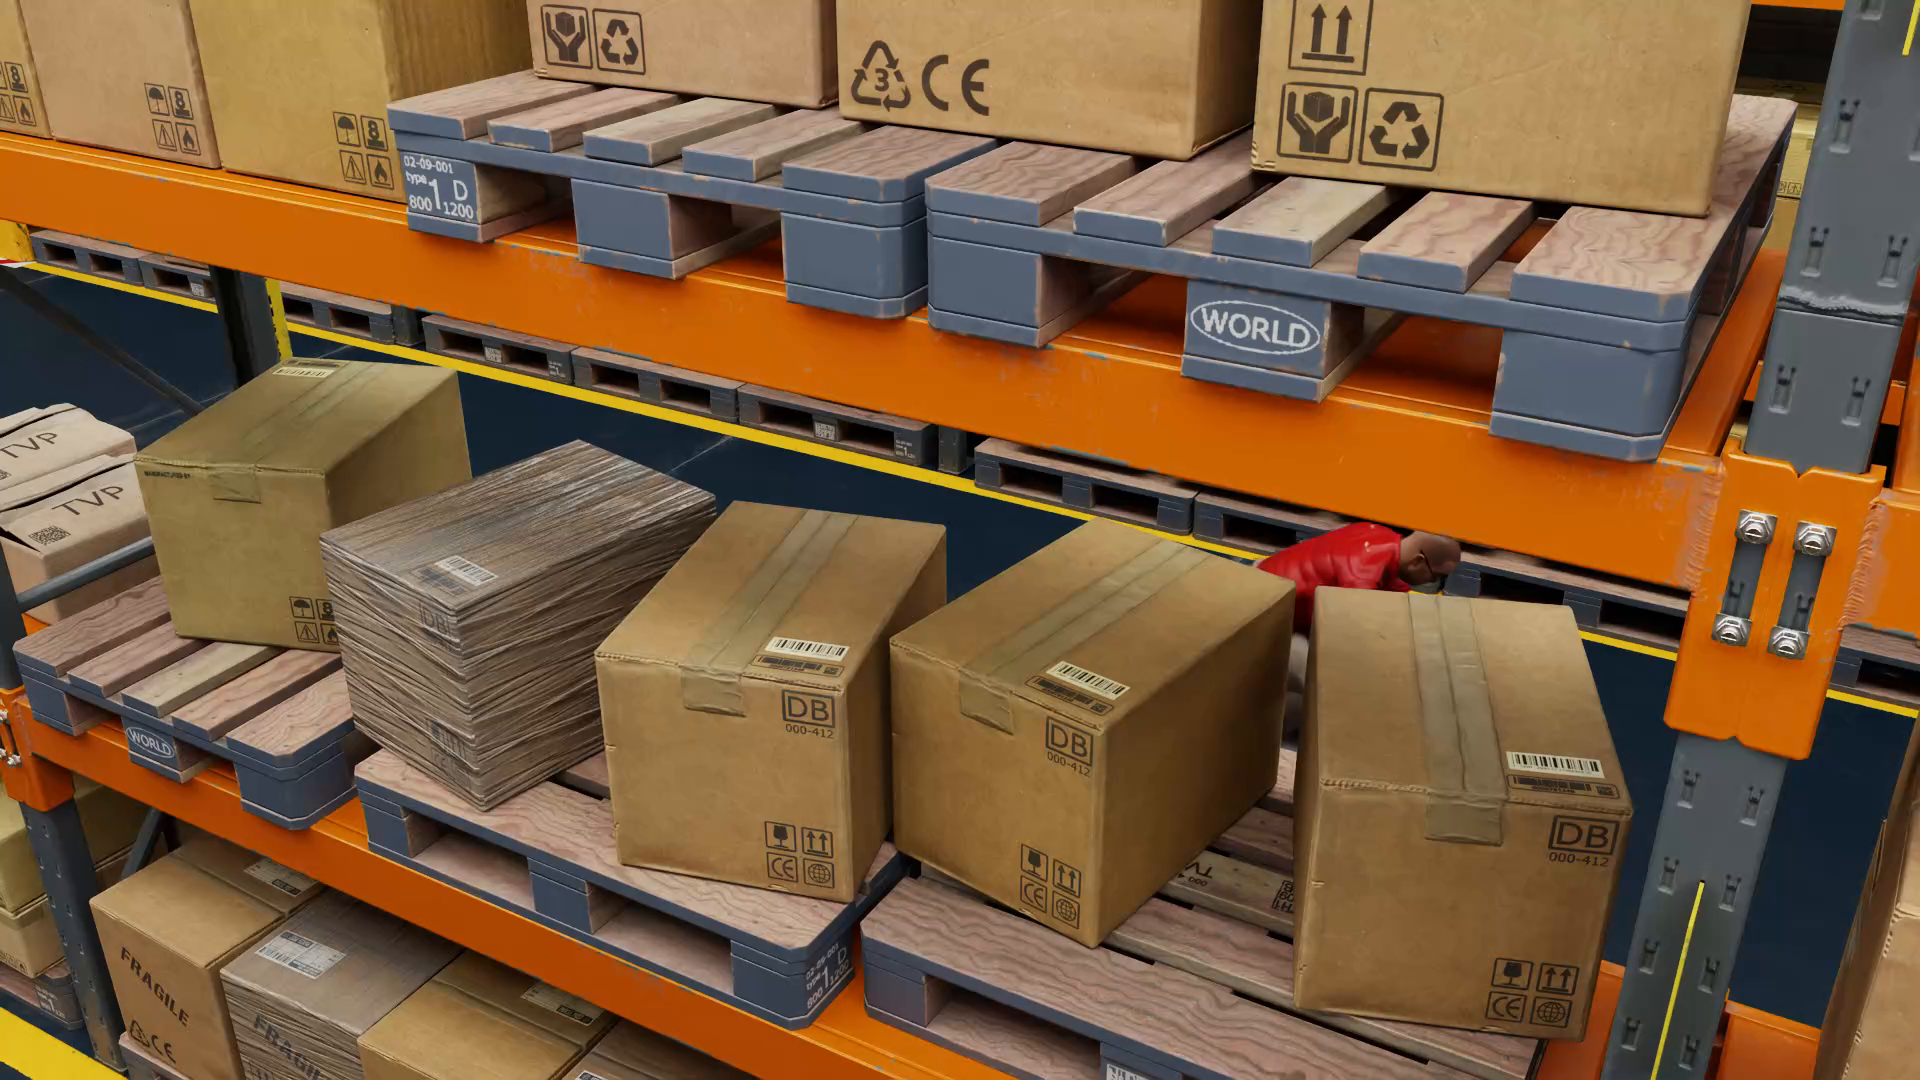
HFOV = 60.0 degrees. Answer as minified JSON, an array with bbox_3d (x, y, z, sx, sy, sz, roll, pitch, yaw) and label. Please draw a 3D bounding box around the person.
[{"bbox_3d":[1.410,0.344,6.289,0.877,0.987,0.533,13,29,25],"label":"person"}]
